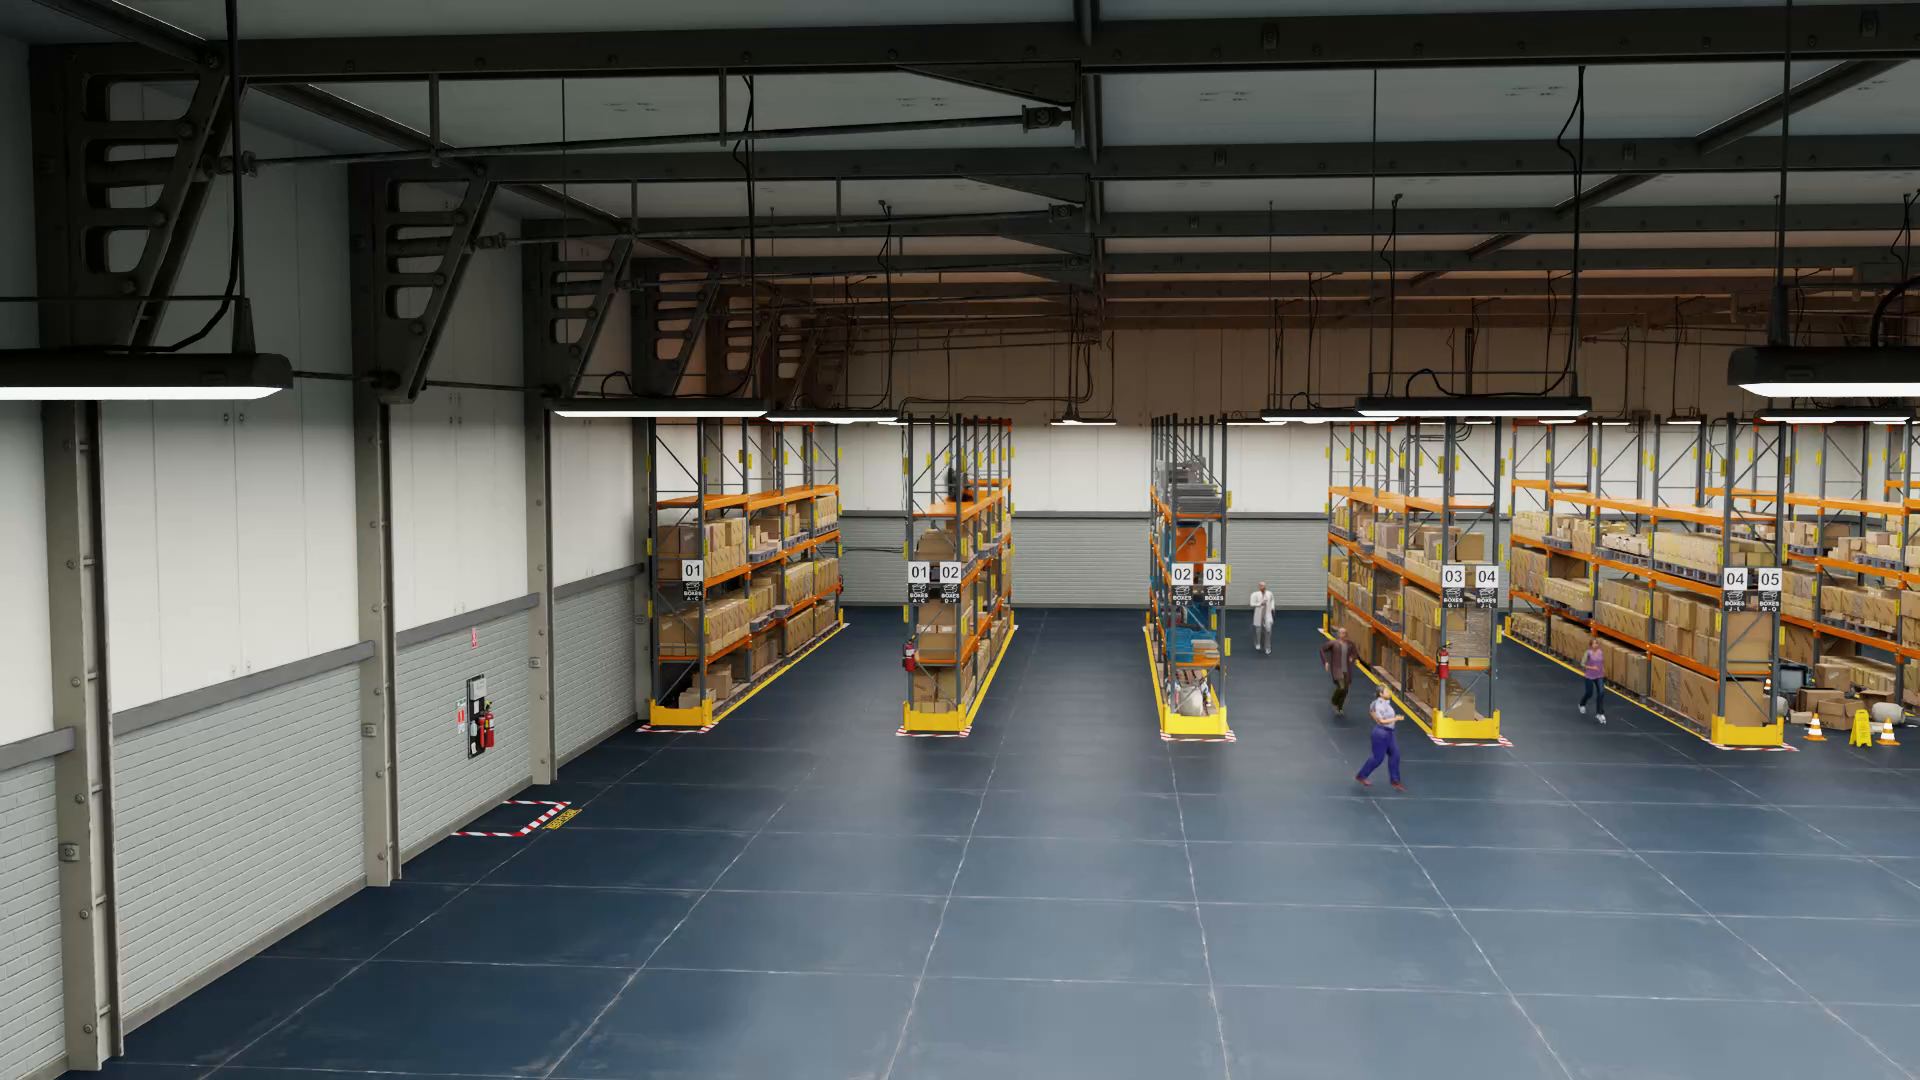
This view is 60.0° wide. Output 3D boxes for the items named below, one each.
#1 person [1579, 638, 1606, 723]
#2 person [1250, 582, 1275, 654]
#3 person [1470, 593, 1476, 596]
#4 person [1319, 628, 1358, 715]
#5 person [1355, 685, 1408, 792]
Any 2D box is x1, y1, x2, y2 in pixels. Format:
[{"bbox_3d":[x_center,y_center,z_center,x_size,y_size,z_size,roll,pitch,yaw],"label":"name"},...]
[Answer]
[{"bbox_3d":[12.429,2.722,32.645,0.550,1.614,0.860,0,4,-6],"label":"person"},{"bbox_3d":[7.724,1.983,42.448,0.673,1.850,0.845,0,4,-1],"label":"person"},{"bbox_3d":[13.891,1.861,45.707,0.618,1.610,0.661,2,4,31],"label":"person"},{"bbox_3d":[7.579,2.614,33.004,0.697,1.746,0.676,-1,4,-14],"label":"person"},{"bbox_3d":[6.665,3.122,26.259,0.793,1.687,0.596,2,4,24],"label":"person"}]
